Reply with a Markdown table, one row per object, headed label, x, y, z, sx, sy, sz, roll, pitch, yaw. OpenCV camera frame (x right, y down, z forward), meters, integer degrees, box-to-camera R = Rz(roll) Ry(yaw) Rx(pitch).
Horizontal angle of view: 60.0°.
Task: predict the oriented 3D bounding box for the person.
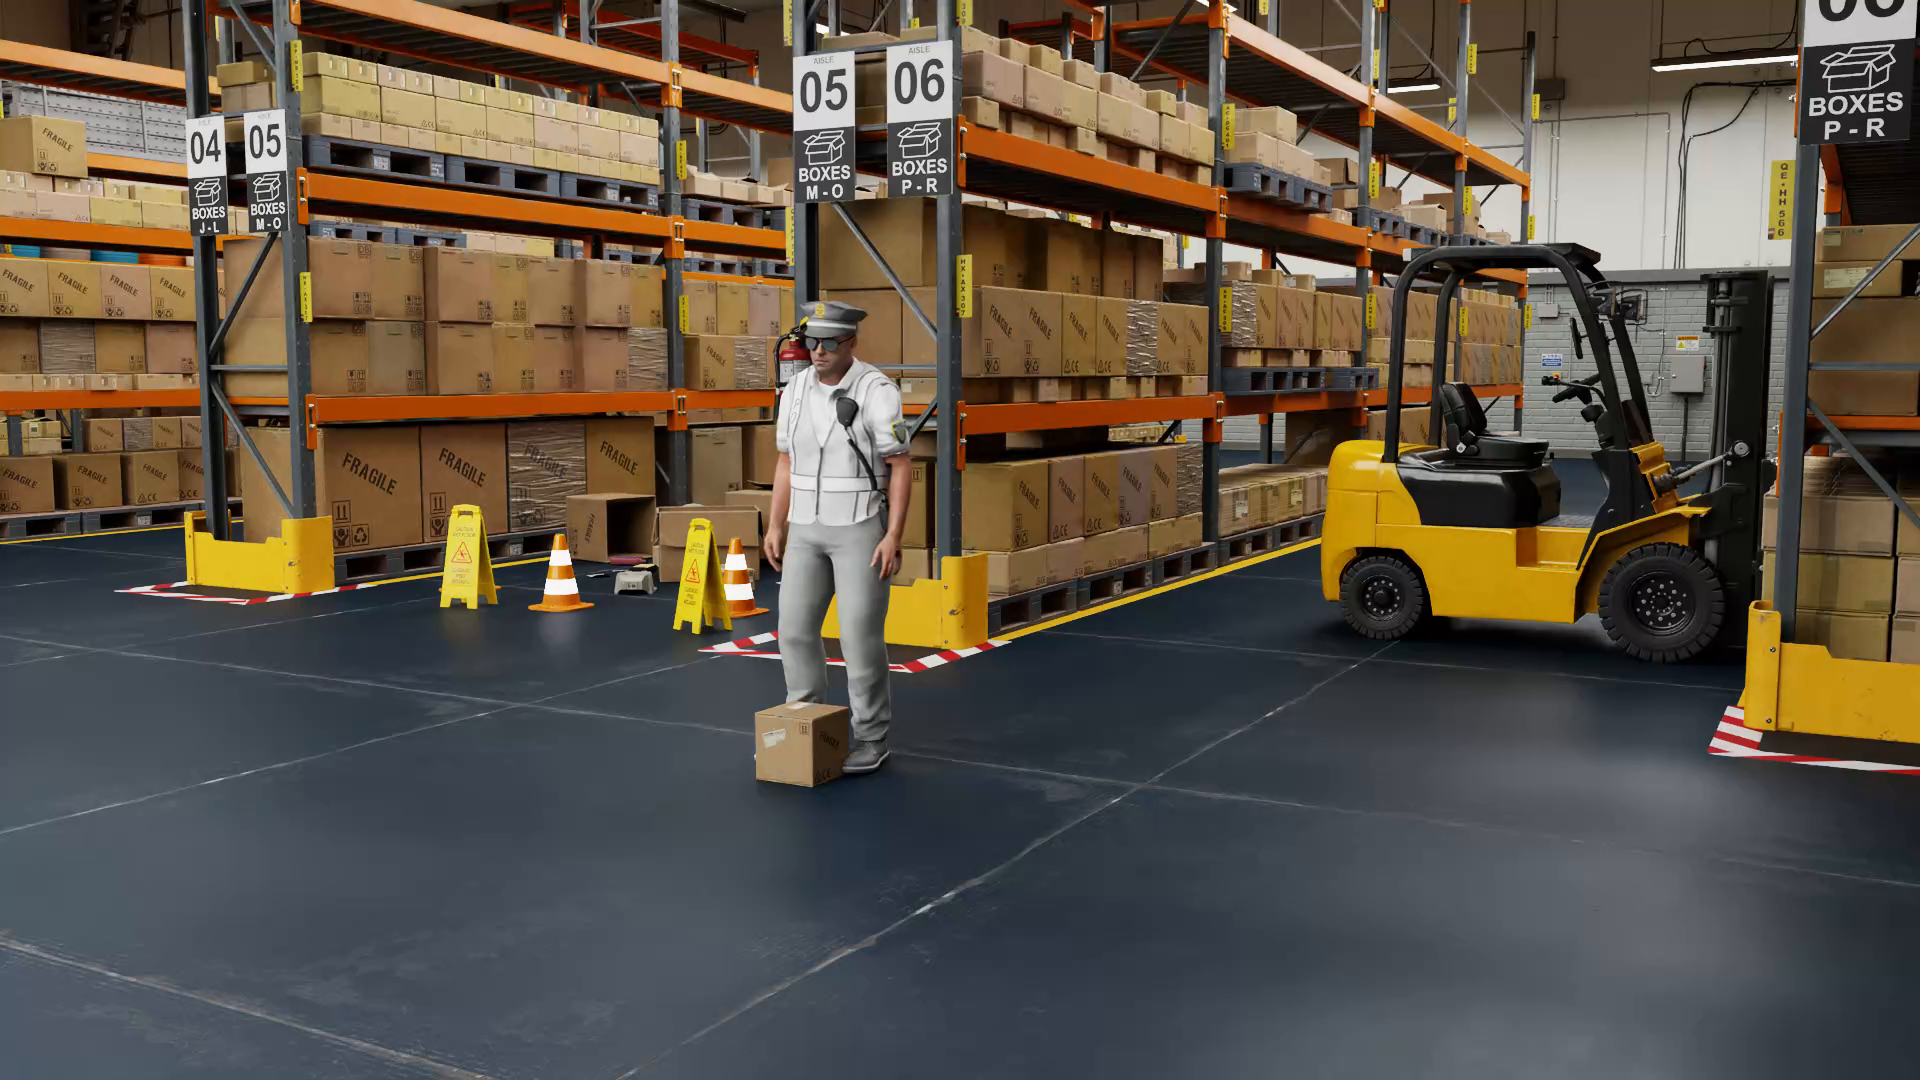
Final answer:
| label | x | y | z | sx | sy | sz | roll | pitch | yaw |
| --- | --- | --- | --- | --- | --- | --- | --- | --- | --- |
| person | -0.458 | -0.022 | 6.307 | 0.588 | 1.747 | 0.433 | 3 | 7 | 26 |
